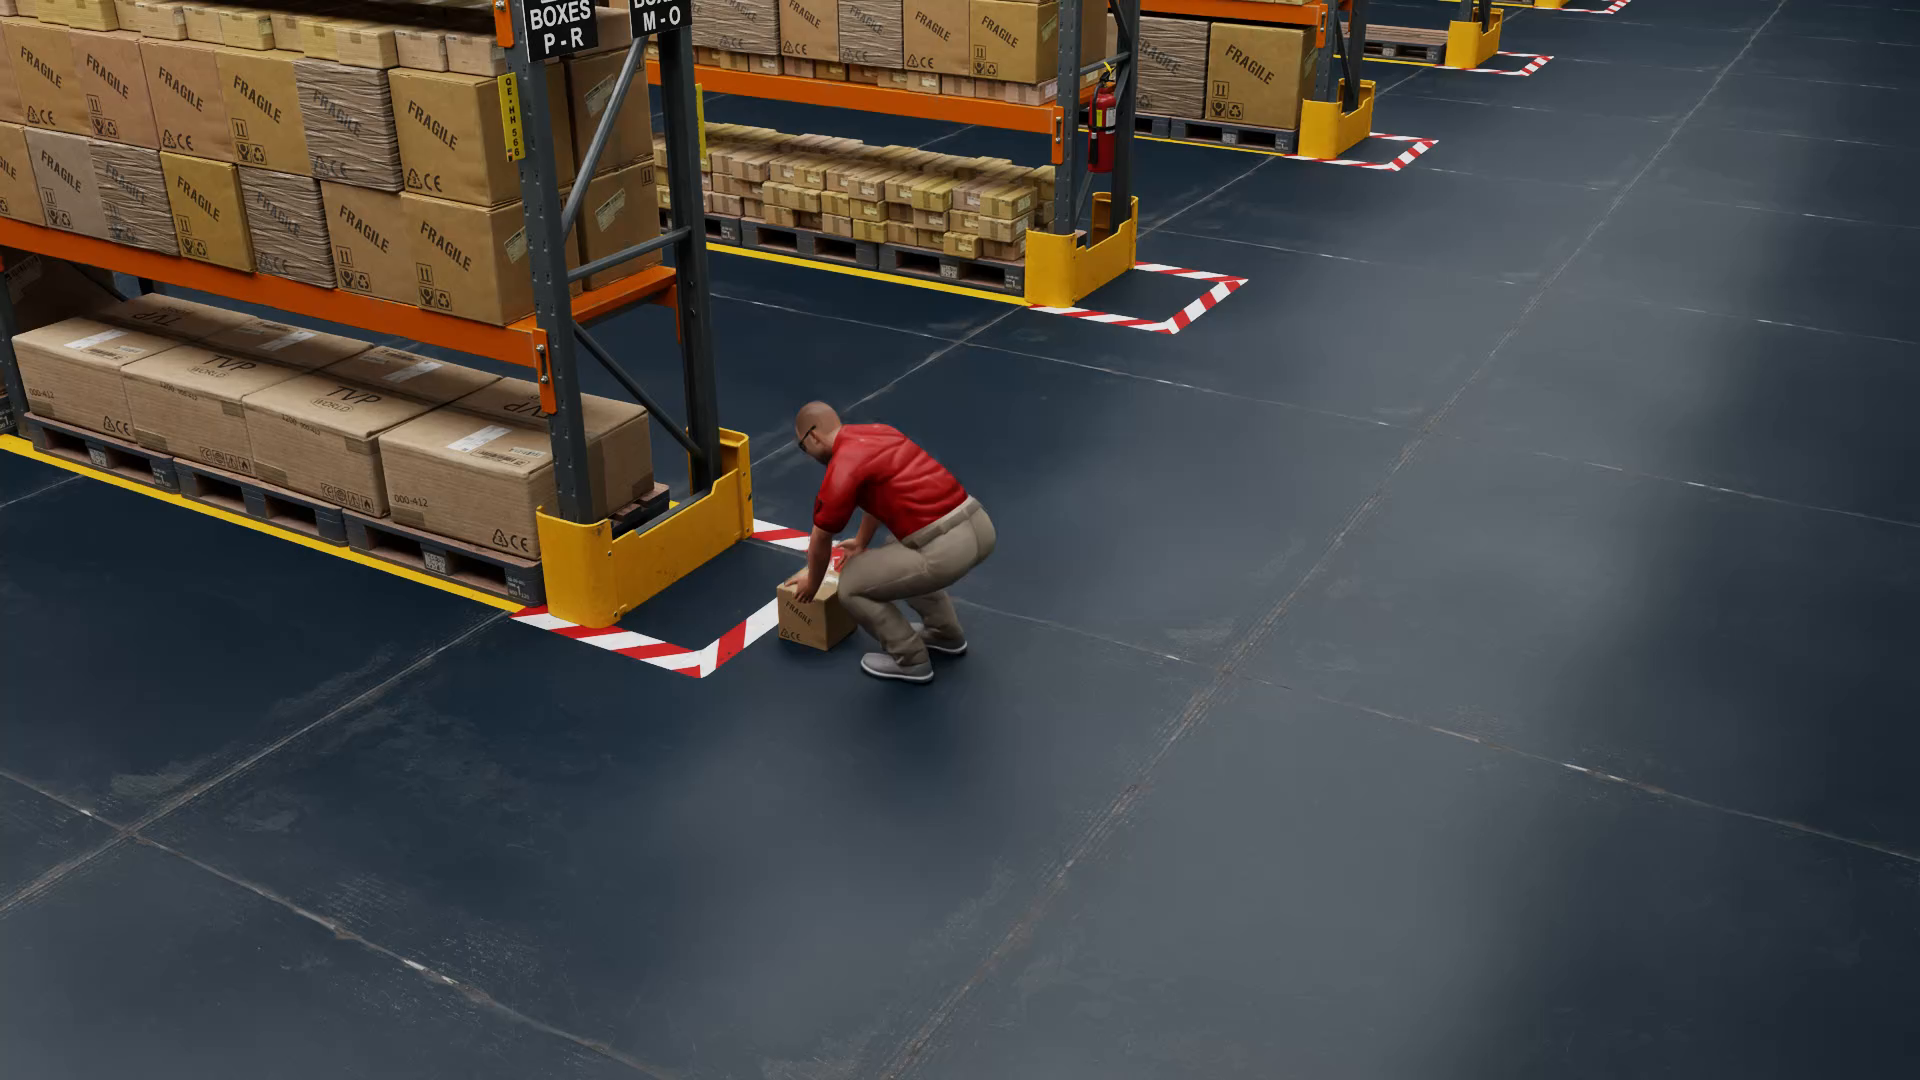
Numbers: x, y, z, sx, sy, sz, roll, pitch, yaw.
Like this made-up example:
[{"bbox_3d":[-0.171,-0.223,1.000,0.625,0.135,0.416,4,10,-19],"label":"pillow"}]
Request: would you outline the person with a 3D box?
[{"bbox_3d":[-0.289,0.010,6.824,0.830,1.102,0.577,14,30,26],"label":"person"}]
